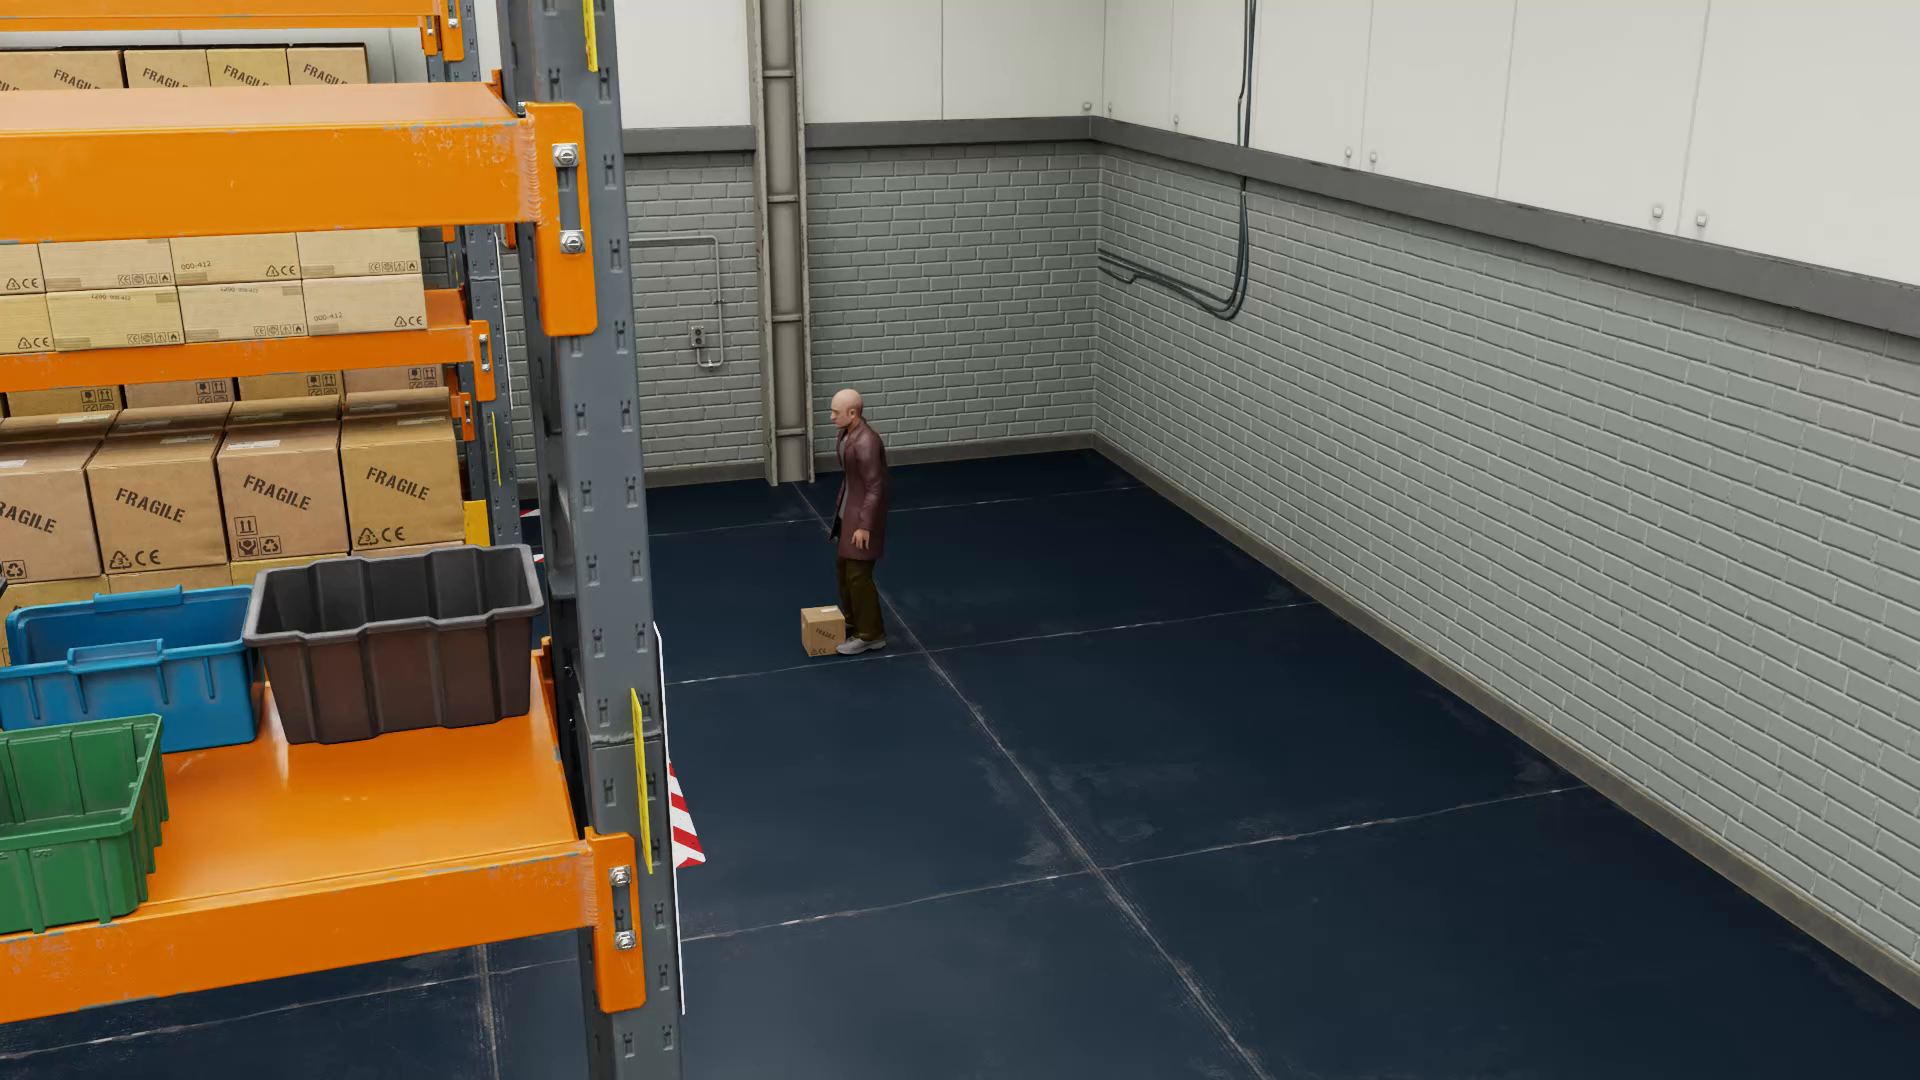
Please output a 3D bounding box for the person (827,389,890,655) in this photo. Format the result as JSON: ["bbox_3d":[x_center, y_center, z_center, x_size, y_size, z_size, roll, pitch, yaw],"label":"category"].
[{"bbox_3d":[-0.686,-0.141,11.001,0.427,1.773,0.640,-6,20,-18],"label":"person"}]
